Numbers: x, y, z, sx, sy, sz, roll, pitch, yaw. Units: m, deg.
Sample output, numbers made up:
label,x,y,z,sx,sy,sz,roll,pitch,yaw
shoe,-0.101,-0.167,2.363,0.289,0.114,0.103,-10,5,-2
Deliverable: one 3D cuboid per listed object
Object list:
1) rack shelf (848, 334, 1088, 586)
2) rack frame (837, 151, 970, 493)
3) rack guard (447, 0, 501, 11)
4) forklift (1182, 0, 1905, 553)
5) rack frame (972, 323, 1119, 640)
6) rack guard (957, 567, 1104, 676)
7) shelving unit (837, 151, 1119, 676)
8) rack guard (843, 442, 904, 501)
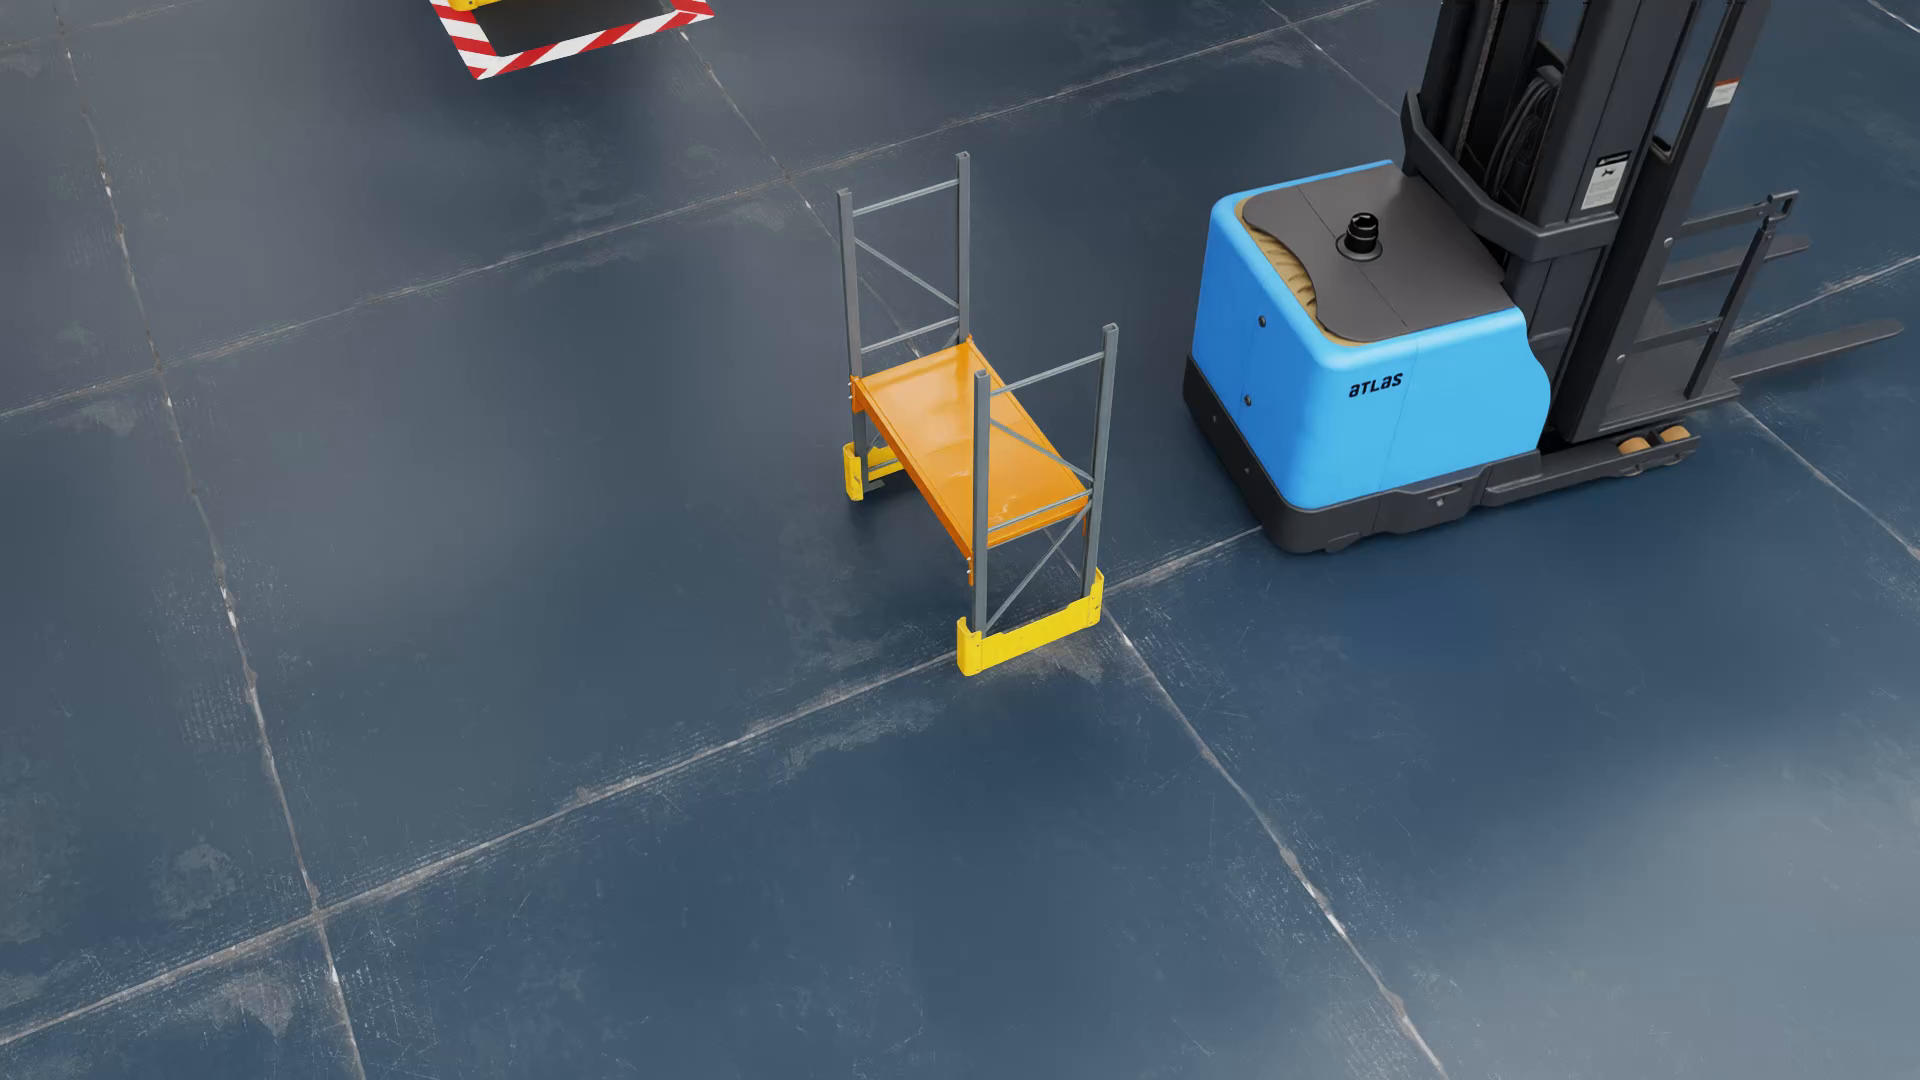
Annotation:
label,x,y,z,sx,sy,sz,roll,pitch,yaw
rack shelf,0.039,-0.318,6.164,0.538,0.185,1.000,-21,52,-18
rack frame,-0.194,-0.777,6.326,0.500,1.500,0.032,-21,52,-18
rack guard,-2.349,-3.390,9.275,1.175,0.500,0.348,-21,52,-18
forklift,2.522,-1.591,6.087,3.031,2.935,1.130,-15,50,-13
rack frame,0.272,-0.096,5.731,0.500,1.500,0.032,-21,52,-18
rack guard,0.263,0.302,6.212,0.587,0.250,0.087,-21,52,-18
shelving unit,0.035,-0.443,6.033,0.587,1.500,1.083,-21,52,-18
rack guard,-0.193,-0.365,6.795,0.587,0.250,0.087,-21,52,-18
